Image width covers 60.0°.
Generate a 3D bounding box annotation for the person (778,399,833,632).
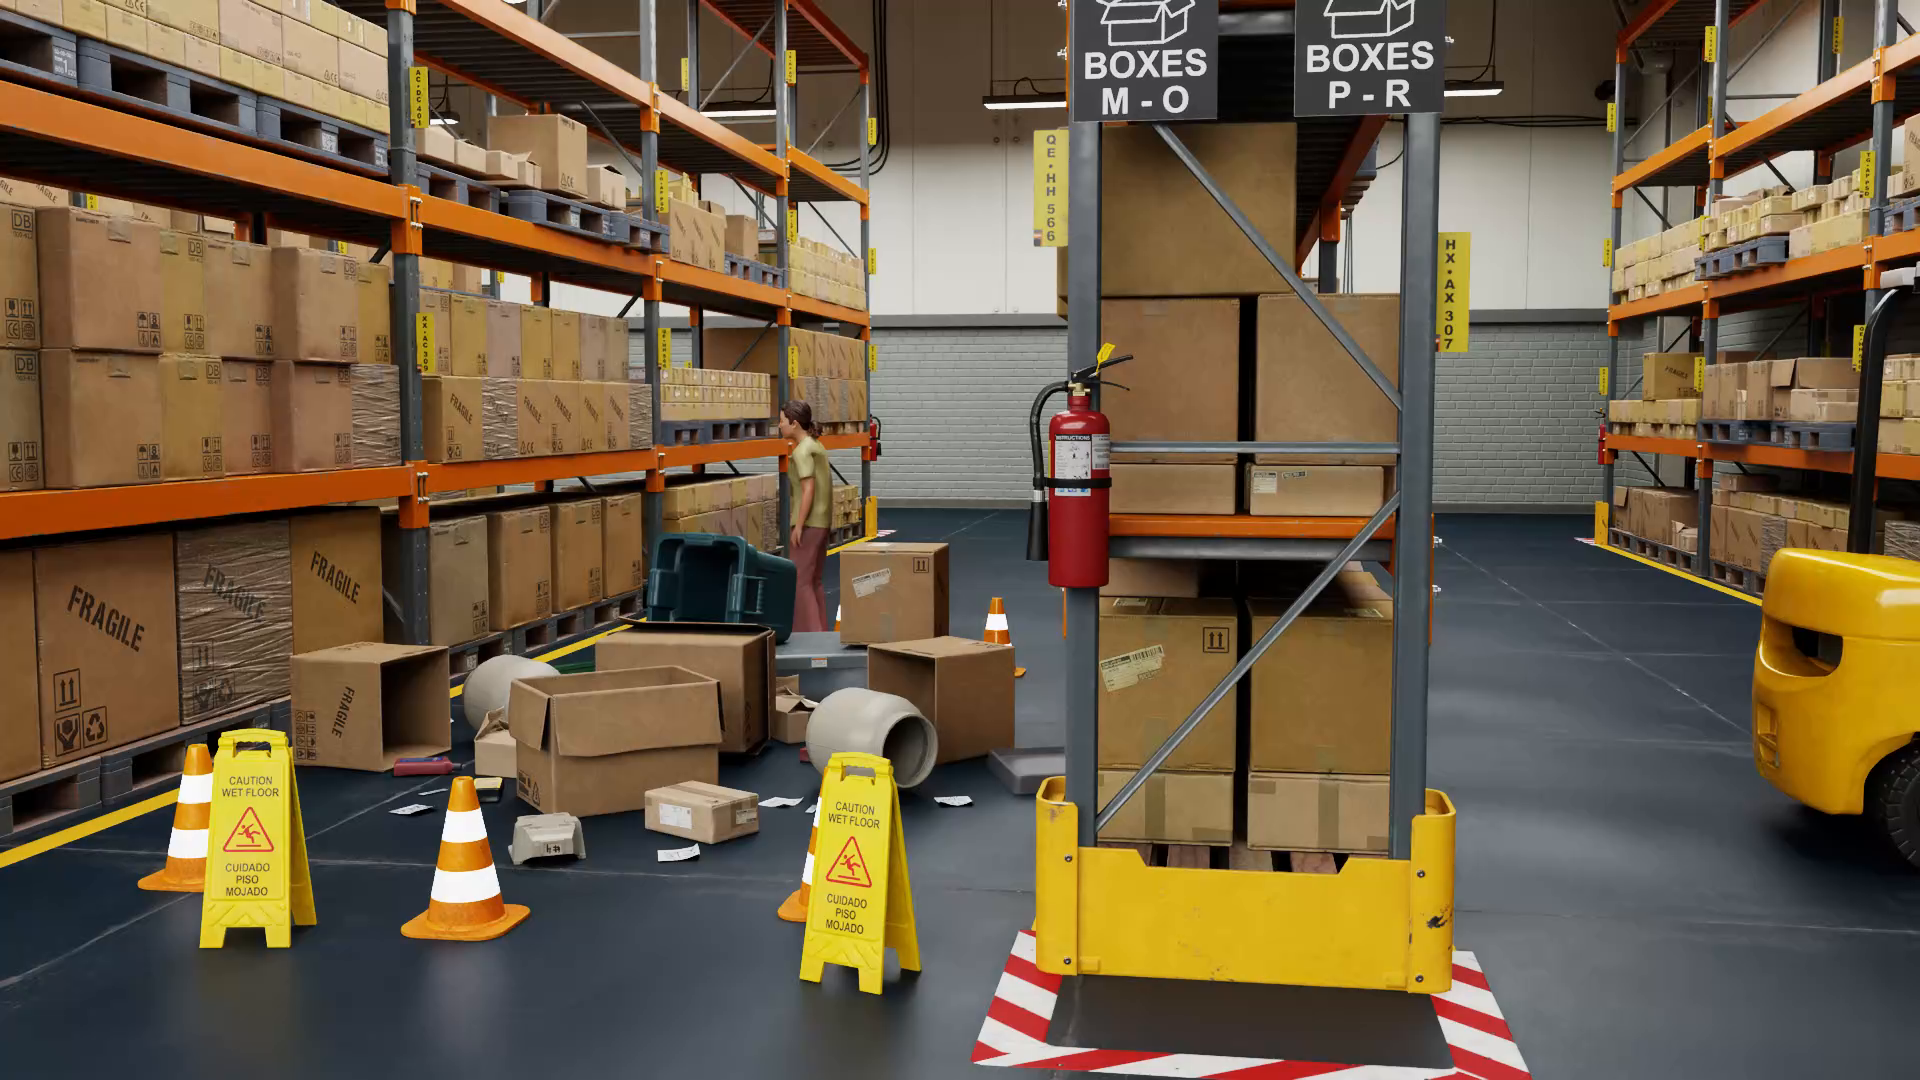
[{"bbox_3d":[-1.001,-0.070,10.739,0.355,1.673,0.522,0,5,6],"label":"person"}]
